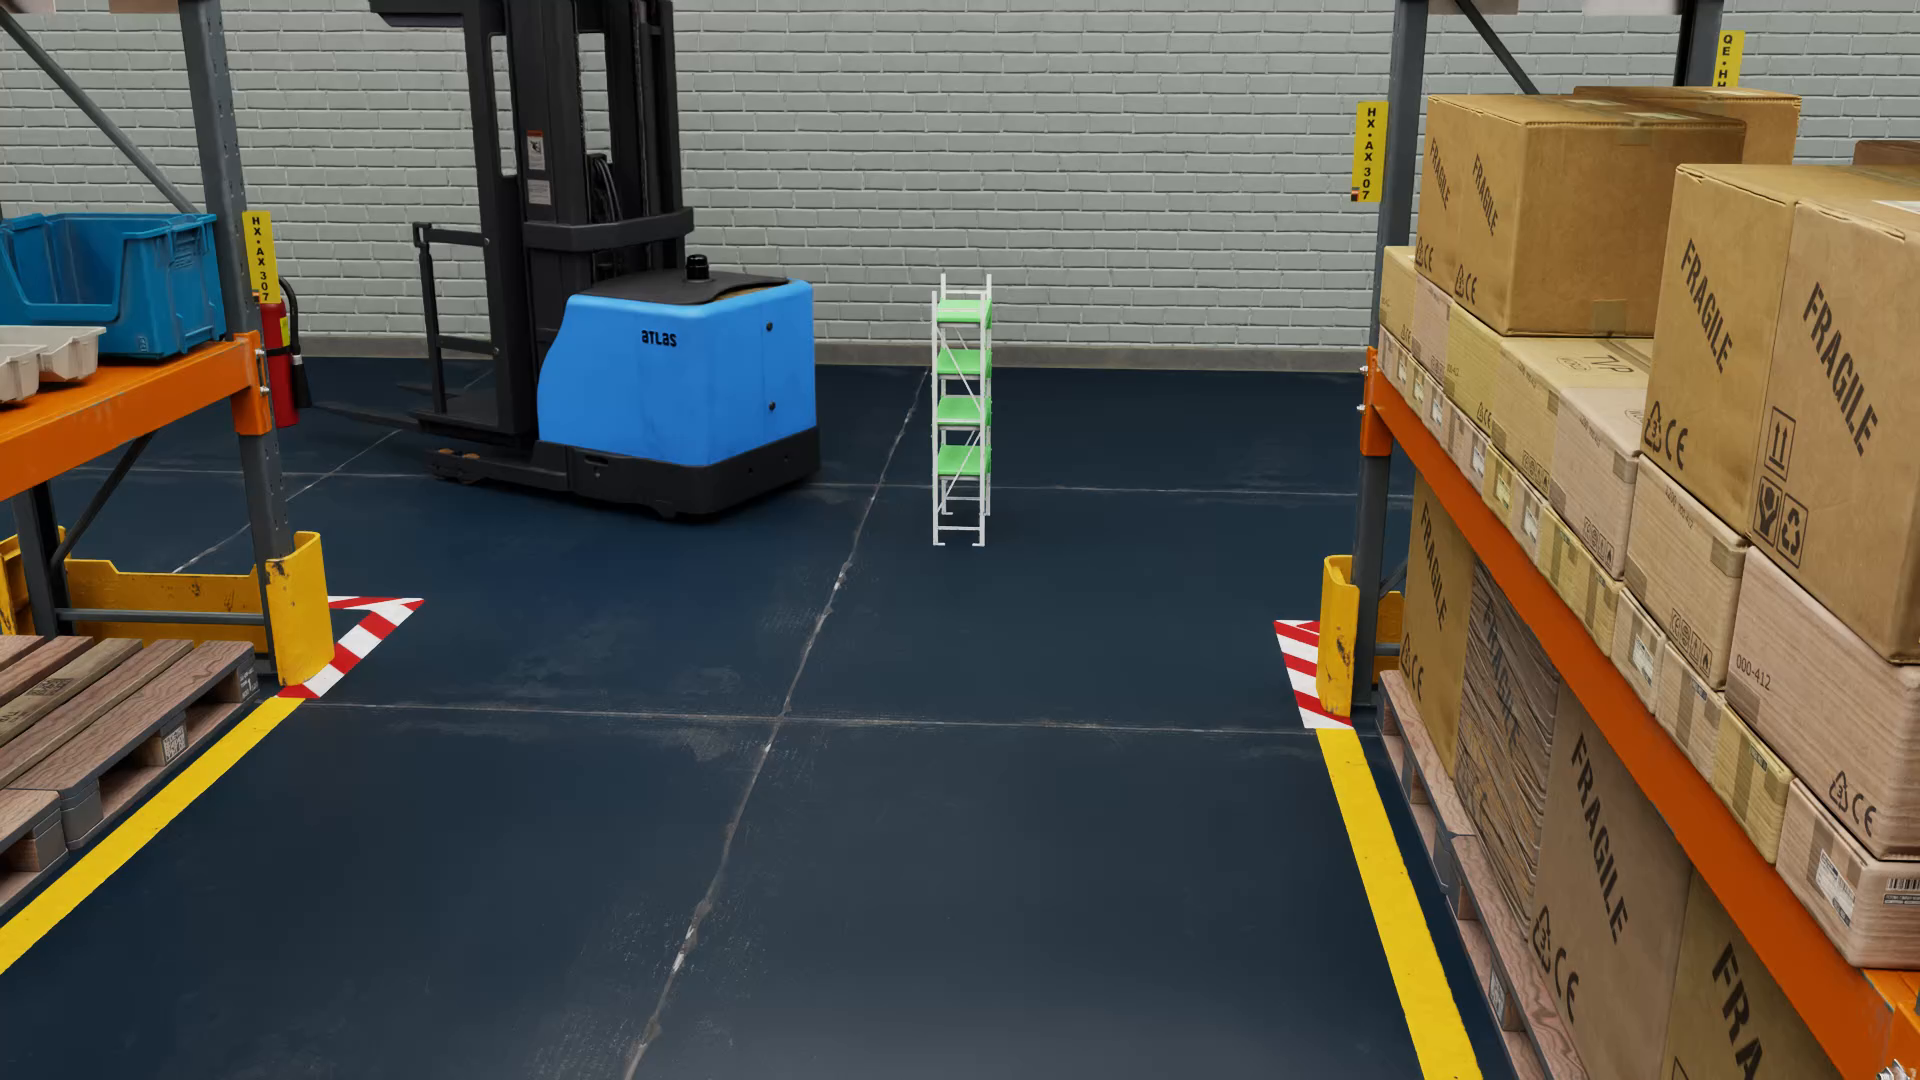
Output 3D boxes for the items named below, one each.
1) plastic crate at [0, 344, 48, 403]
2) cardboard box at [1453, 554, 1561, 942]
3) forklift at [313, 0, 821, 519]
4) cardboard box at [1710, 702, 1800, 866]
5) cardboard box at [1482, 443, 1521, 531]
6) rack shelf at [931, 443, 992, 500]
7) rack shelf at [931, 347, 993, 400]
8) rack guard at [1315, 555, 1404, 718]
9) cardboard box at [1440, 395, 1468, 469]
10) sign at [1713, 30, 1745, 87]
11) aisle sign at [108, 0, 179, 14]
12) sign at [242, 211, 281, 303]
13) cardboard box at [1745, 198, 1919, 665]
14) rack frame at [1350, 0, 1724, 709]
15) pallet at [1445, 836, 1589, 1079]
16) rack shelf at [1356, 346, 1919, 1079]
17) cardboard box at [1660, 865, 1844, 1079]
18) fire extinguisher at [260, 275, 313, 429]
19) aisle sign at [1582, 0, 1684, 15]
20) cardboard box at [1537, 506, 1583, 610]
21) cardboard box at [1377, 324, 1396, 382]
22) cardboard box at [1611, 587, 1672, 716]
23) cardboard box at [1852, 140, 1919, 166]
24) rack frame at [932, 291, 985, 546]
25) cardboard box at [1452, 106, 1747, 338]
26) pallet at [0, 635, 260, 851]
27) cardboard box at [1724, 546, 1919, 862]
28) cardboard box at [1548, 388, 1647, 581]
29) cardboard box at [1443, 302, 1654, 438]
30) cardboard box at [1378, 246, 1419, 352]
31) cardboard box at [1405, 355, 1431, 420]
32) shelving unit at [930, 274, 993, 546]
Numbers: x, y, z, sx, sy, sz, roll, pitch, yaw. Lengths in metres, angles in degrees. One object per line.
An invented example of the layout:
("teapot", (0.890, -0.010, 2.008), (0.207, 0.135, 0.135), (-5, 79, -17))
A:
("plastic crate", (-2.943, -0.489, 4.926), (0.396, 0.136, 0.243), (1, 18, 4))
("cardboard box", (1.879, 0.471, 4.407), (0.875, 0.875, 0.875), (1, 18, 4))
("forklift", (-2.274, -1.815, 8.754), (3.031, 2.935, 1.130), (10, 21, 29))
("cardboard box", (1.337, 0.357, 2.419), (0.380, 0.149, 0.250), (2, 18, 5))
("cardboard box", (1.447, -0.122, 3.883), (0.380, 0.149, 0.250), (1, 18, 3))
("rack shelf", (0.012, -0.333, 7.988), (0.258, 0.148, 0.480), (1, 18, 4))
("rack shelf", (0.012, -0.789, 7.838), (0.258, 0.148, 0.480), (1, 18, 4))
("rack guard", (1.912, 0.358, 6.028), (1.175, 0.500, 0.348), (1, 18, 4))
("cardboard box", (1.484, -0.281, 4.367), (0.380, 0.149, 0.250), (1, 18, 3))
("sign", (2.450, -1.469, 5.349), (0.100, 0.325, 0.005), (1, 18, 4))
("aisle sign", (-2.733, -2.184, 5.597), (0.394, 0.787, 0.004), (1, 18, 4))
("sign", (-2.480, -1.003, 5.906), (0.100, 0.325, 0.005), (1, 18, 4))
("cardboard box", (1.390, -0.155, 2.139), (0.500, 0.500, 0.500), (2, 18, 5))
("rack frame", (1.910, -0.822, 5.616), (1.000, 3.000, 0.127), (1, 18, 4))
("pallet", (1.841, 1.131, 4.134), (1.003, 0.211, 1.213), (1, 18, 4))
("rack shelf", (1.767, 0.141, 3.832), (1.077, 0.370, 4.000), (1, 18, 4))
("cardboard box", (1.751, 1.027, 2.710), (0.875, 0.875, 0.875), (1, 18, 4))
("fire extinguisher", (-2.566, -0.756, 6.135), (0.296, 0.674, 0.183), (1, 18, 4))
("aisle sign", (2.215, -2.074, 5.259), (0.394, 0.787, 0.004), (1, 18, 4))
("cardboard box", (1.410, 0.038, 3.393), (0.380, 0.149, 0.250), (1, 18, 3))
("cardboard box", (1.556, -0.600, 5.341), (0.380, 0.149, 0.250), (1, 18, 5))
("cardboard box", (1.374, 0.198, 2.906), (0.380, 0.149, 0.250), (2, 18, 5))
("cardboard box", (1.988, -0.464, 3.081), (0.500, 0.500, 0.500), (1, 18, 2))
("rack frame", (-0.006, -0.546, 7.662), (0.240, 1.200, 0.015), (1, 18, 4))
("cardboard box", (1.539, -0.790, 4.074), (0.500, 0.500, 0.500), (1, 18, 2))
("pallet", (-3.128, 0.647, 5.608), (1.003, 0.211, 1.213), (1, 18, 4))
("cardboard box", (1.393, 0.207, 2.238), (0.500, 0.250, 0.500), (1, 18, 3))
("cardboard box", (1.464, -0.113, 3.212), (0.500, 0.250, 0.500), (2, 18, 5))
("cardboard box", (1.536, -0.432, 4.187), (0.500, 0.250, 0.500), (1, 18, 2))
("cardboard box", (1.606, -0.750, 5.156), (0.500, 0.250, 0.500), (1, 18, 2))
("cardboard box", (1.521, -0.441, 4.855), (0.380, 0.149, 0.250), (1, 18, 3))
("shelving unit", (0.012, -0.622, 7.893), (0.258, 1.200, 0.503), (1, 18, 4))
